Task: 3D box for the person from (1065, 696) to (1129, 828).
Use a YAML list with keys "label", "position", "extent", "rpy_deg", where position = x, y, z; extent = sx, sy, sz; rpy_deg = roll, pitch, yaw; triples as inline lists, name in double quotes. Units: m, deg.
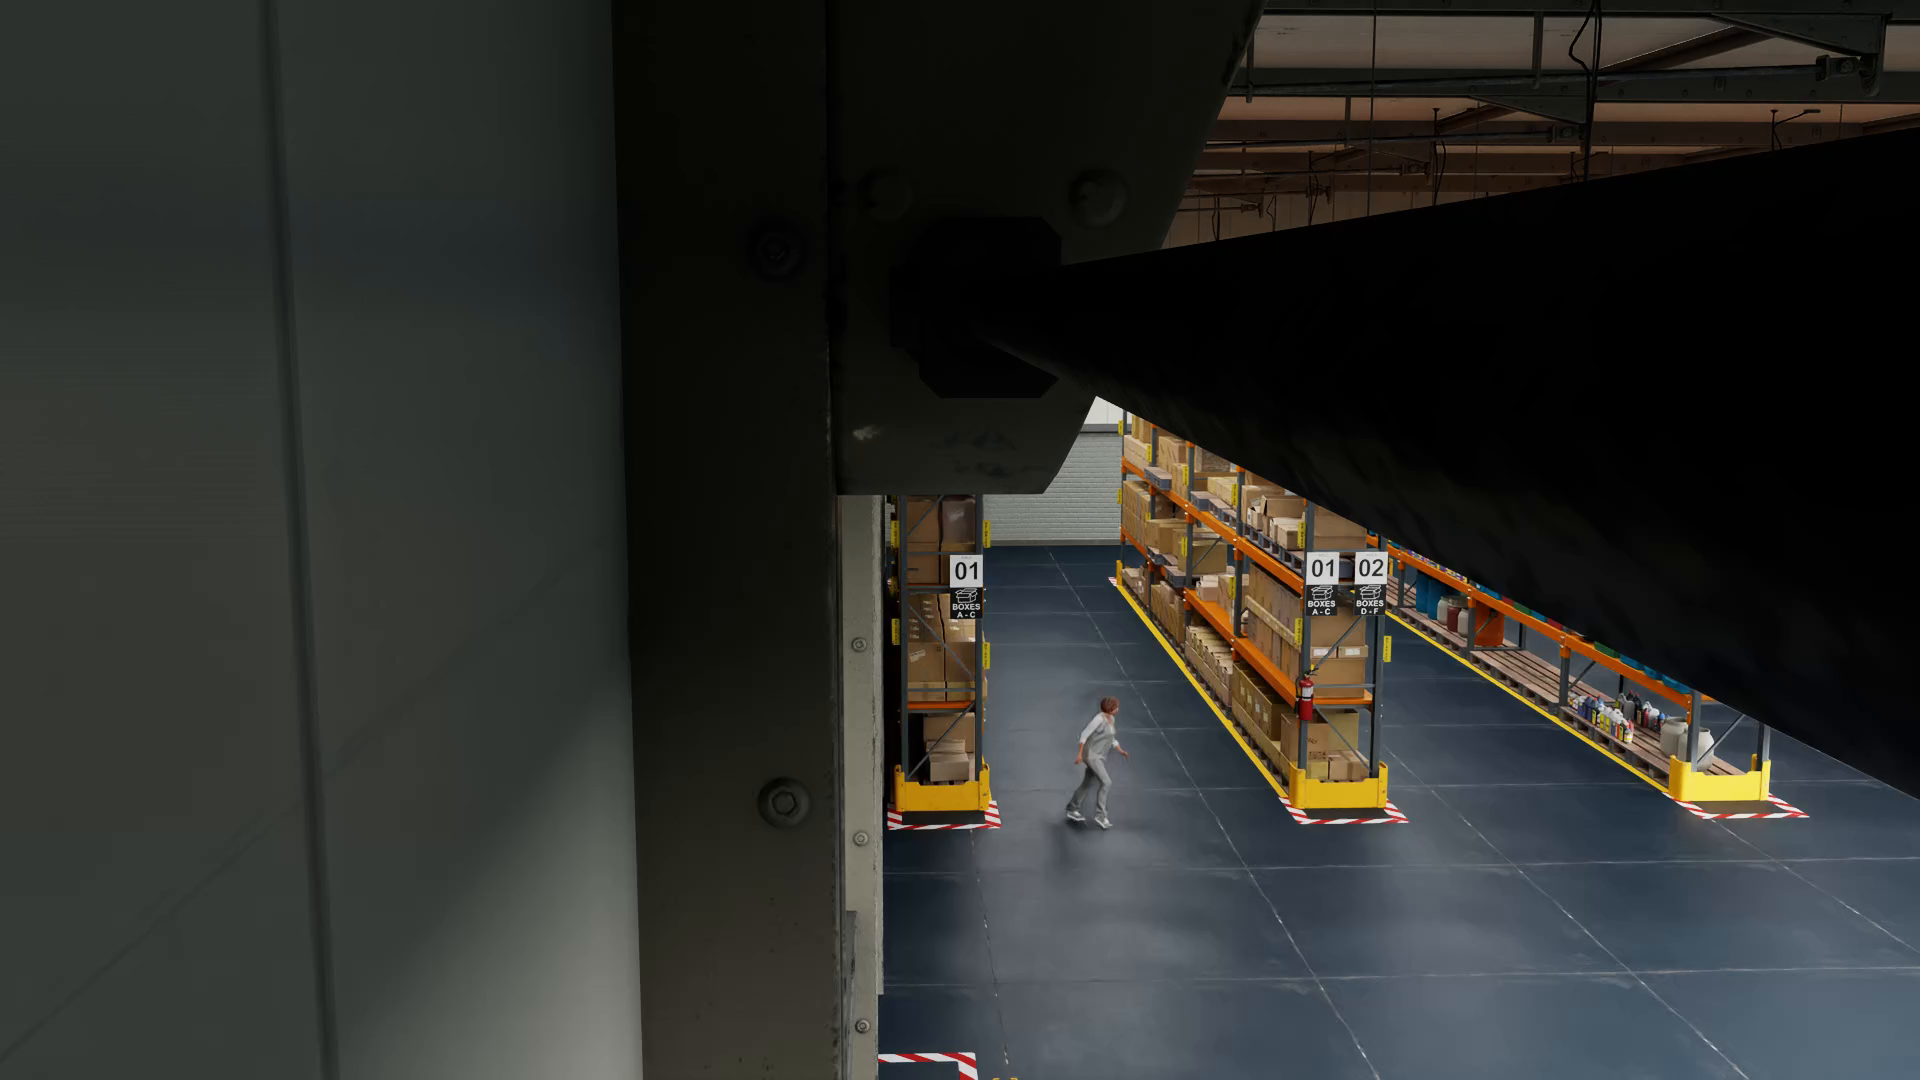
- label: "person"
  position: [1.655, 2.647, 20.035]
  extent: [0.744, 1.577, 0.500]
  rpy_deg: [4, 9, 26]
